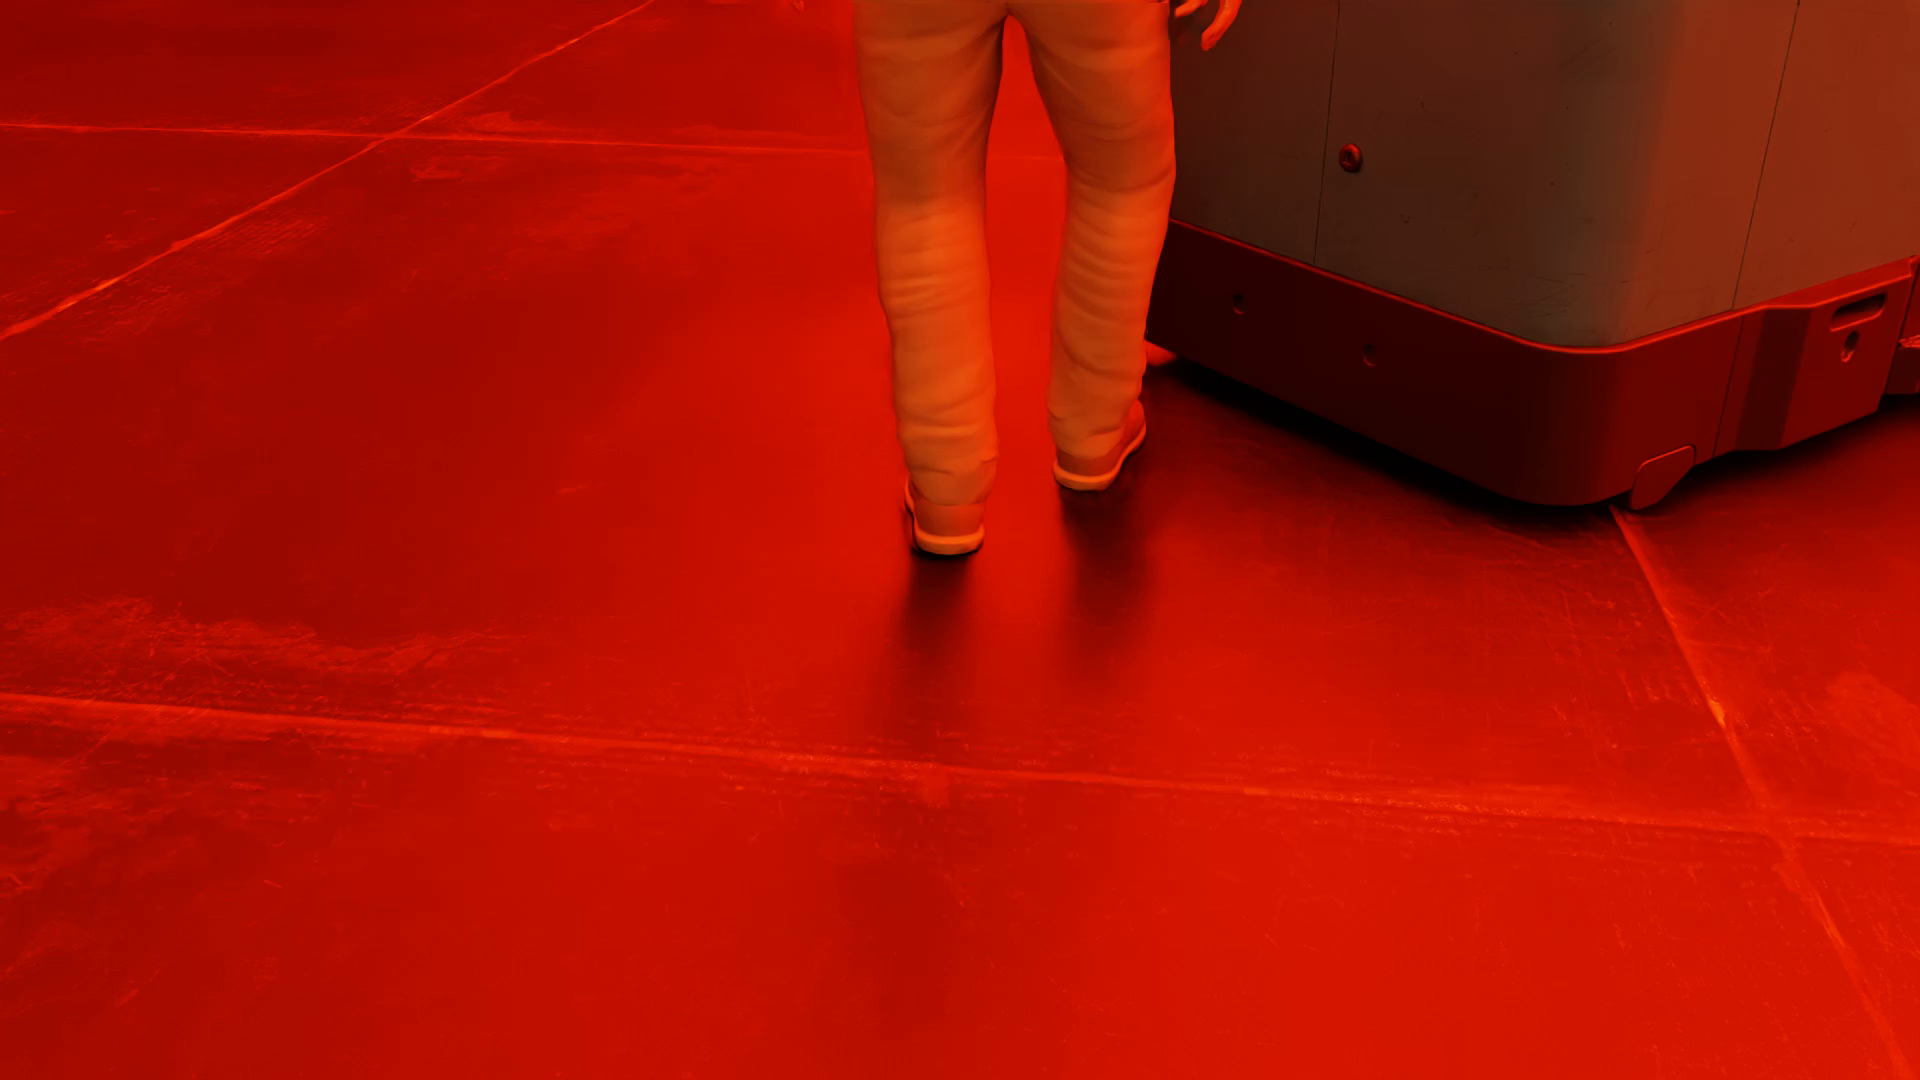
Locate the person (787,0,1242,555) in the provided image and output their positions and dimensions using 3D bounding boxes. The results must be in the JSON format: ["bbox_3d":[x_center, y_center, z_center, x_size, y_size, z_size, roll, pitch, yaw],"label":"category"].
[{"bbox_3d":[0.050,-0.872,2.297,0.691,1.742,0.579,2,27,3],"label":"person"}]

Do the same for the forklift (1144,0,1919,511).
[{"bbox_3d":[1.816,-1.850,2.925,3.031,2.935,1.130,-17,31,-30],"label":"forklift"}]
